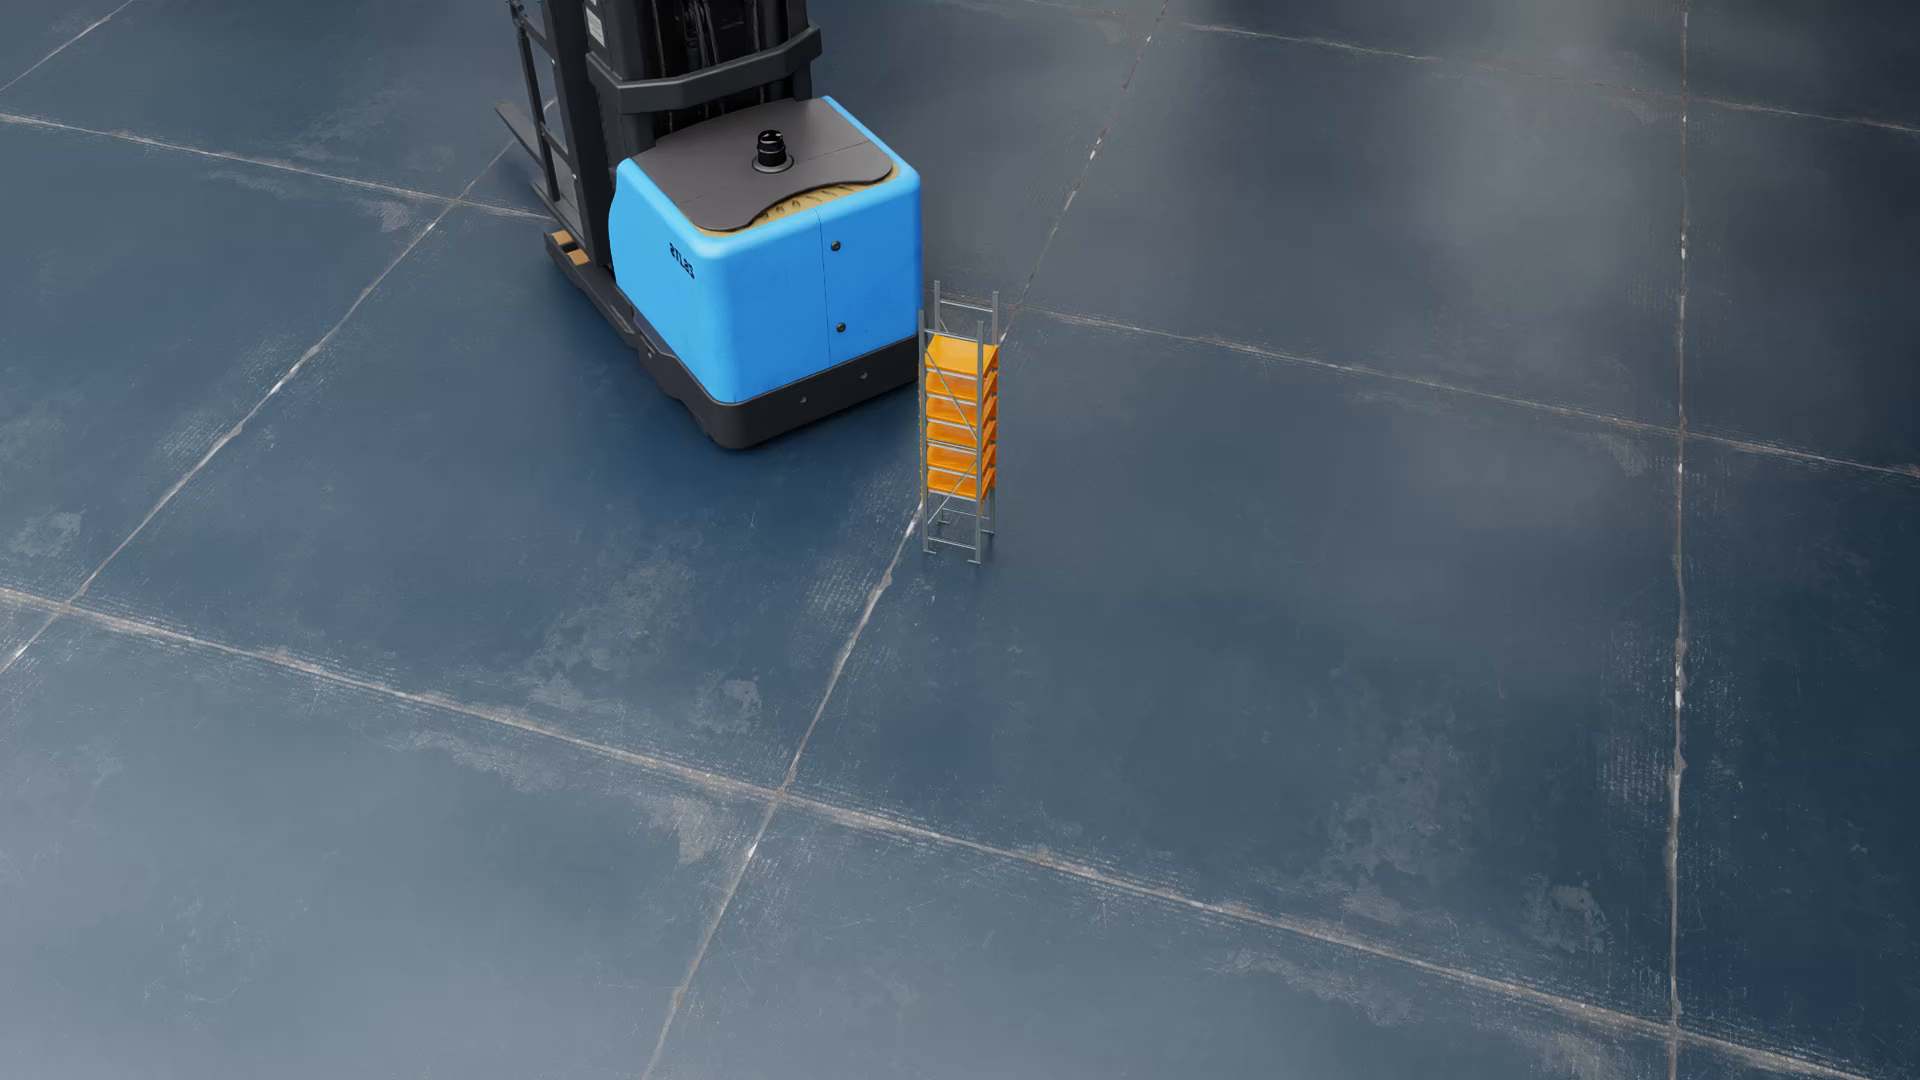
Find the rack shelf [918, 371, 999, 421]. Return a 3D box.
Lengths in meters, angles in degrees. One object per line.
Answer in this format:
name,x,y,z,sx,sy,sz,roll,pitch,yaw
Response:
rack shelf,-0.004,-0.559,6.184,0.258,0.103,0.180,13,46,12

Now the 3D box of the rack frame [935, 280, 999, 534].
rack frame,0.023,-0.480,6.383,0.240,1.200,0.006,13,46,12

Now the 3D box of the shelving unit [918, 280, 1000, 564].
shelving unit,-0.004,-0.419,6.321,0.258,1.200,0.189,13,46,12

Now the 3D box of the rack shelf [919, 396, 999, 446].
rack shelf,-0.004,-0.473,6.268,0.258,0.103,0.180,13,46,12

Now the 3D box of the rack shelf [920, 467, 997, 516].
rack shelf,-0.004,-0.216,6.519,0.258,0.103,0.180,13,46,12

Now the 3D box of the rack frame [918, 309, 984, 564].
rack frame,-0.032,-0.358,6.258,0.240,1.200,0.006,13,46,12

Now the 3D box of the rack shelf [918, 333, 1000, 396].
rack shelf,-0.004,-0.645,6.100,0.258,0.103,0.180,13,46,12

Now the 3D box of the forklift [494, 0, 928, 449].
forklift,-1.363,-2.441,7.149,1.130,2.935,3.031,-24,49,-23

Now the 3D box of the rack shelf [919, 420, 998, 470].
rack shelf,-0.004,-0.387,6.352,0.258,0.103,0.180,13,46,12

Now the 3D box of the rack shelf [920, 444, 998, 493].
rack shelf,-0.004,-0.302,6.436,0.258,0.103,0.180,13,46,12
